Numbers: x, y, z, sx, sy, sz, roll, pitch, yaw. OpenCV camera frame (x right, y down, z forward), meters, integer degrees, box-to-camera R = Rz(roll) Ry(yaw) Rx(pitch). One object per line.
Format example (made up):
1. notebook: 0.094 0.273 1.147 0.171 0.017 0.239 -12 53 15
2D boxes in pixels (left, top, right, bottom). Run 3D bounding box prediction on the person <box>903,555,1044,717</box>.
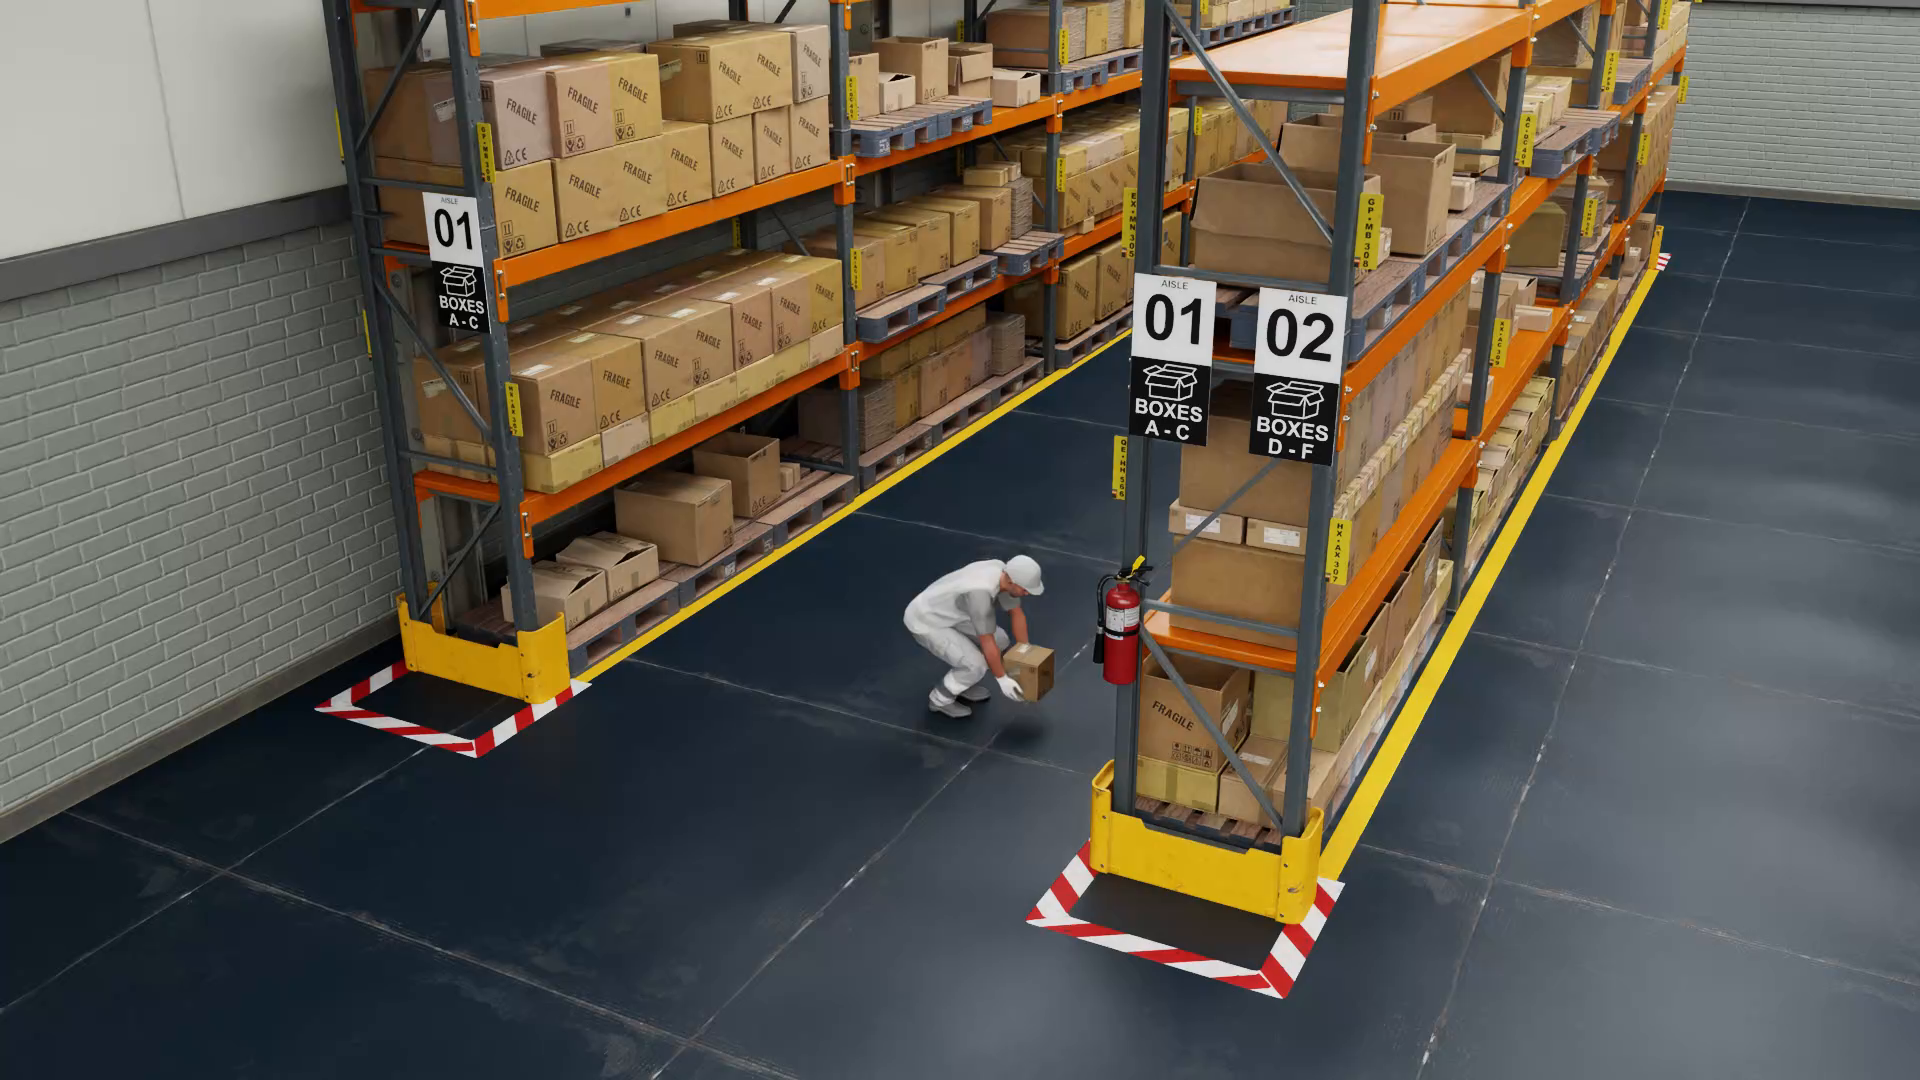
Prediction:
1. person: 0.095 0.549 10.341 0.860 1.074 0.578 11 25 25
